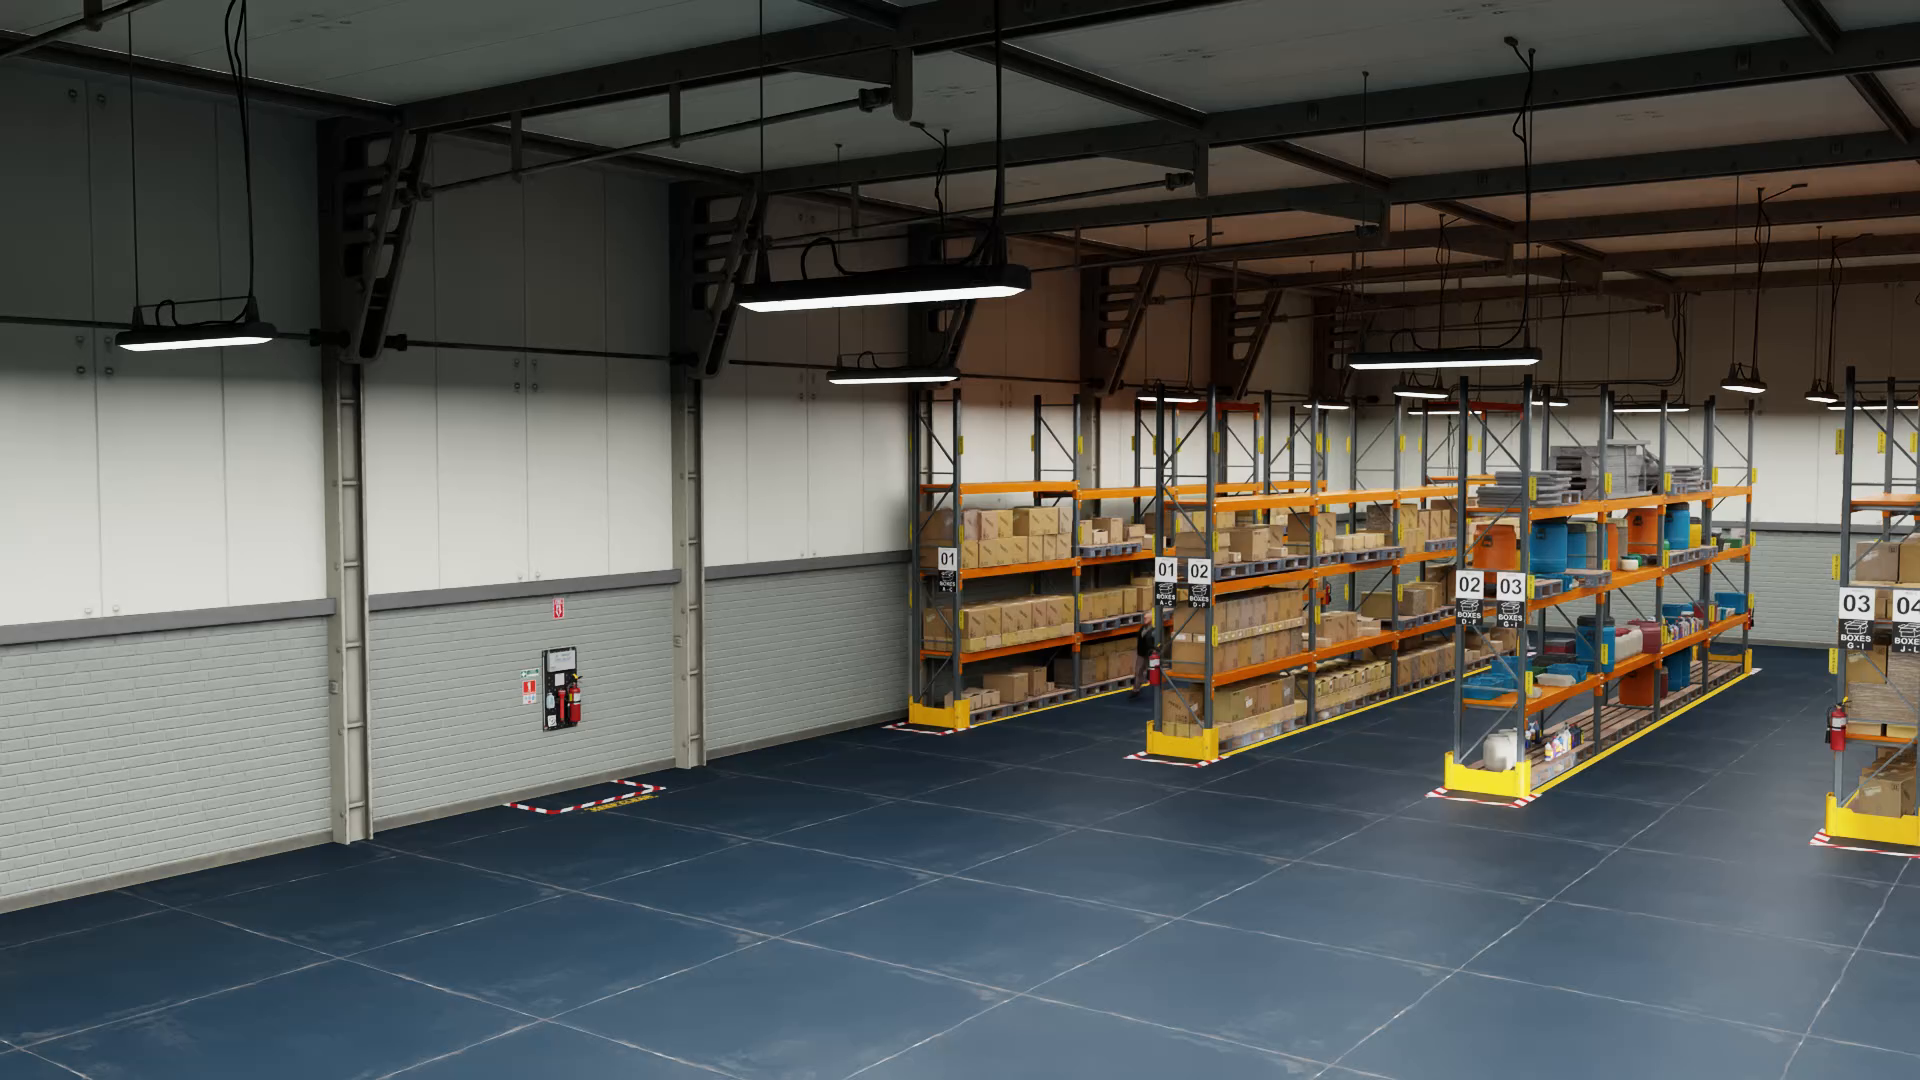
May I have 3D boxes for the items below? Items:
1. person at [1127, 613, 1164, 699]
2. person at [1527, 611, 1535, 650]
[{"bbox_3d":[3.690,2.285,32.846,0.582,1.662,1.074,2,4,37],"label":"person"},{"bbox_3d":[13.735,1.853,40.768,0.566,1.661,1.056,-1,4,-24],"label":"person"}]
